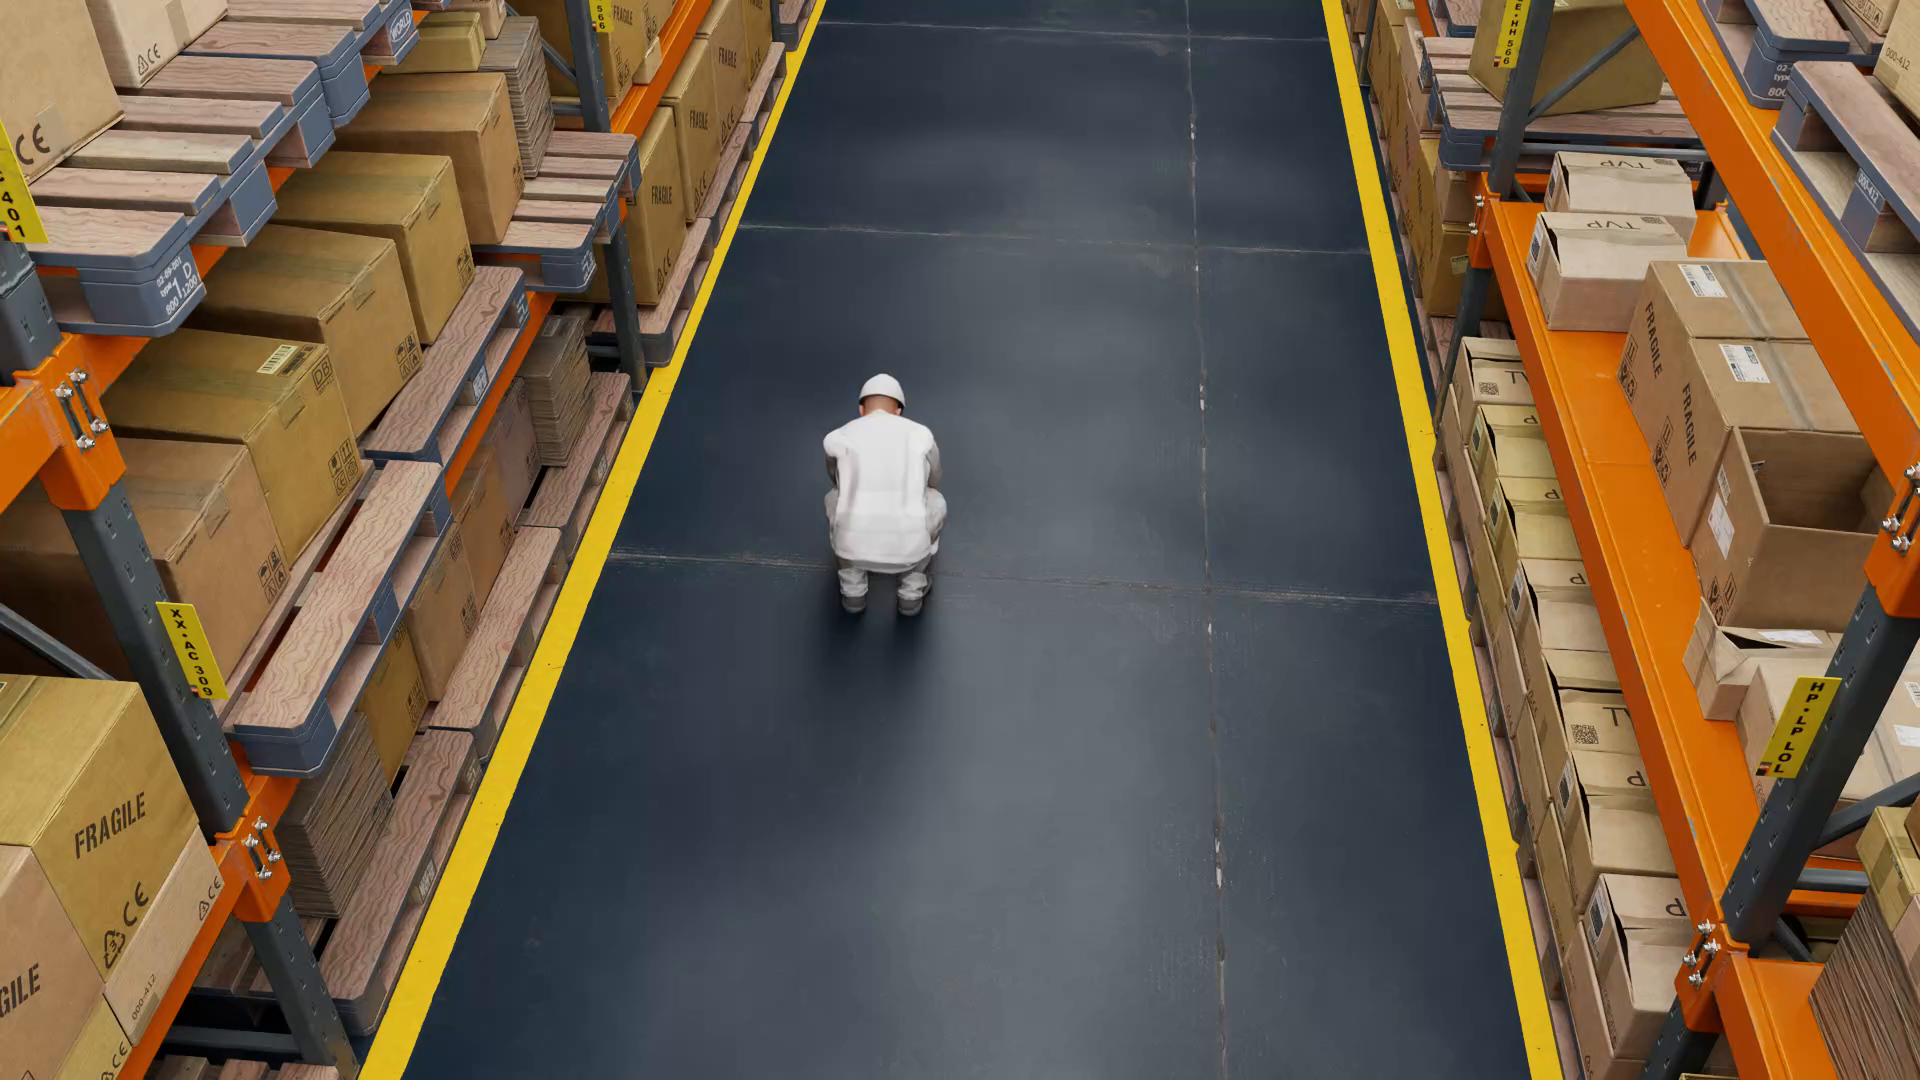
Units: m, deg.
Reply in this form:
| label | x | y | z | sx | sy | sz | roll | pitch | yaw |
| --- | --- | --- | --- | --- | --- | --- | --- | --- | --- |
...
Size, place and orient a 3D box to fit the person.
| label | x | y | z | sx | sy | sz | roll | pitch | yaw |
| --- | --- | --- | --- | --- | --- | --- | --- | --- | --- |
| person | -0.323 | -0.136 | 7.164 | 0.538 | 0.873 | 0.926 | 3 | 40 | 3 |
